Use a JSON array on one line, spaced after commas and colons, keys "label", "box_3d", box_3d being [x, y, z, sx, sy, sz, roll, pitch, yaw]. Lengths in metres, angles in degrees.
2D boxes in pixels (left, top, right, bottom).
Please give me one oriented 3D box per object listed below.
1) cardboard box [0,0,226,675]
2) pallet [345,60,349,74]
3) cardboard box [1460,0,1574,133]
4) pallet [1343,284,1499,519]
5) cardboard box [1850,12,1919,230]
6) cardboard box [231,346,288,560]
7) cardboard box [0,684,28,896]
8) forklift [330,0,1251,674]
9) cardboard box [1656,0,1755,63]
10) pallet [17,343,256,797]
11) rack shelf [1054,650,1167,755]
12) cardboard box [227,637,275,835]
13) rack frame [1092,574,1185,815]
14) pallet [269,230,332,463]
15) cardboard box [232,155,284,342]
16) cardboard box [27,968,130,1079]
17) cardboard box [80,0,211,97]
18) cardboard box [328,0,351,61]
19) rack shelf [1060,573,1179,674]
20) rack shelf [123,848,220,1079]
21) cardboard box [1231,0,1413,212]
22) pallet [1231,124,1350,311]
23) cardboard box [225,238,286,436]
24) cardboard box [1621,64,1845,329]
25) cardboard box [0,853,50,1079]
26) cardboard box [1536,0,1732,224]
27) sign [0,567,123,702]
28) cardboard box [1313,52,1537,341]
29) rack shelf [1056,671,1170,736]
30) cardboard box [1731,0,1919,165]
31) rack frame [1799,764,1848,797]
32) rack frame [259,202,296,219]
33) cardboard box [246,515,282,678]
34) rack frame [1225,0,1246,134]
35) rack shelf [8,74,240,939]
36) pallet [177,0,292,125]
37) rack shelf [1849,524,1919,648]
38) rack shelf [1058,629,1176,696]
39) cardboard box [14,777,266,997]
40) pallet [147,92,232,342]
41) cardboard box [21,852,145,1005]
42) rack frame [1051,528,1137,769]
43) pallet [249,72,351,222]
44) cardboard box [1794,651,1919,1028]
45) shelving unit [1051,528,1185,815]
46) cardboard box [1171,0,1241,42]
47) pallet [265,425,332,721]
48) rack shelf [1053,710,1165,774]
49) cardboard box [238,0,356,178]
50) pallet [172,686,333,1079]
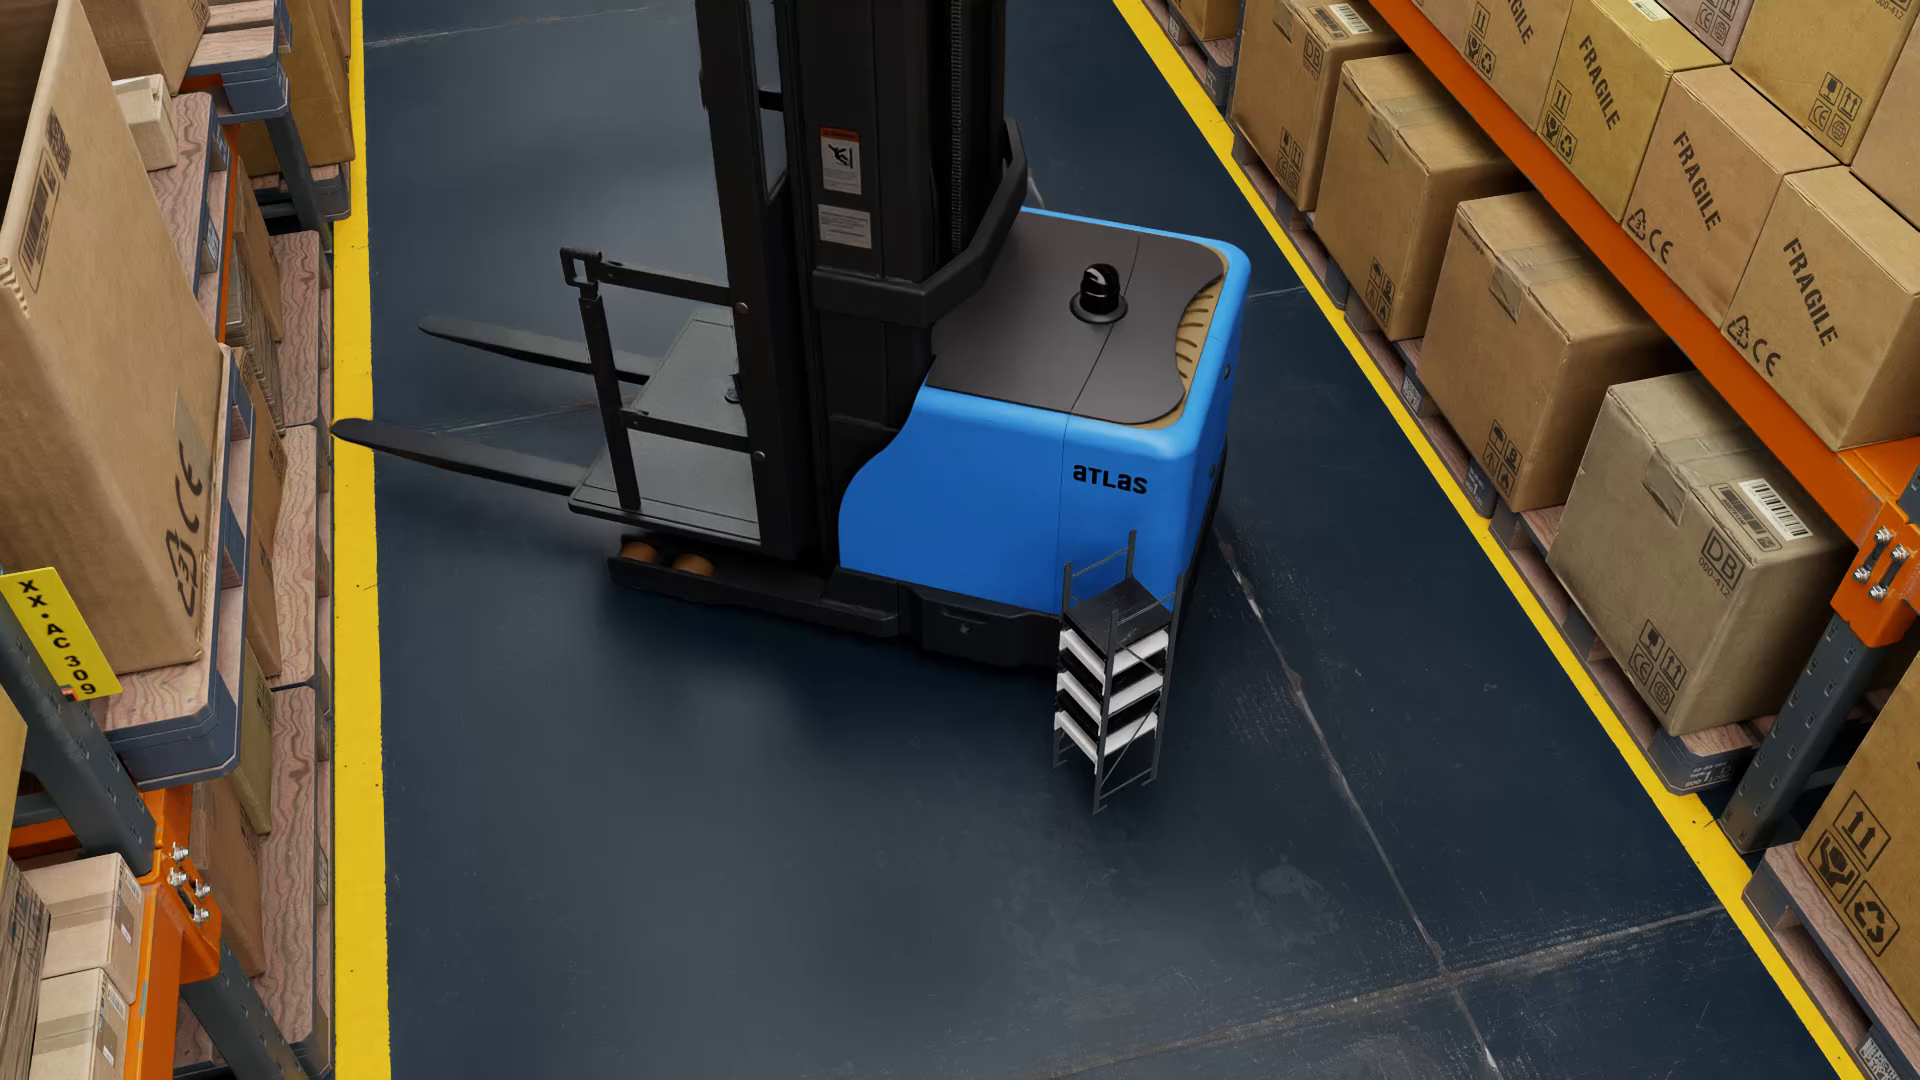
[{"label": "cardboard box", "box_3d": [-2.150, -0.355, 3.284, 1.000, 1.000, 1.000, -10, 46, -10]}, {"label": "pallet", "box_3d": [-3.544, -2.608, 8.158, 1.003, 0.211, 1.213, -11, 47, -10]}, {"label": "cardboard box", "box_3d": [1.956, -1.655, 5.202, 0.500, 0.500, 0.500, -11, 47, -11]}, {"label": "pallet", "box_3d": [2.152, -0.648, 6.237, 1.003, 0.211, 1.213, -11, 47, -10]}, {"label": "cardboard box", "box_3d": [2.606, -0.988, 3.848, 0.700, 0.500, 0.500, -11, 47, -11]}, {"label": "cardboard box", "box_3d": [-2.609, -0.235, 5.322, 0.700, 0.500, 0.500, -7, 46, -7]}, {"label": "cardboard box", "box_3d": [-1.701, 0.347, 2.331, 0.500, 0.500, 0.500, -11, 47, -10]}, {"label": "forklift", "box_3d": [-3.838, -1.533, 5.200, 9.407, 2.935, 1.990, 12, 47, 12]}, {"label": "cardboard box", "box_3d": [2.343, -1.691, 4.537, 0.700, 0.500, 0.500, -10, 46, -10]}, {"label": "pallet", "box_3d": [-2.137, 0.089, 3.697, 1.003, 0.211, 1.213, -11, 47, -10]}, {"label": "rack shelf", "box_3d": [0.437, 0.419, 4.760, 0.258, 0.252, 0.200, -26, 51, -23]}, {"label": "cardboard box", "box_3d": [-2.322, 0.537, 4.566, 0.700, 0.500, 0.500, -11, 47, -11]}, {"label": "rack frame", "box_3d": [0.494, 0.454, 4.675, 0.240, 0.900, 0.006, -26, 51, -23]}, {"label": "pallet", "box_3d": [-10.761, -1.232, 6.809, 15.783, 0.211, 6.755, -11, 47, -10]}, {"label": "cardboard box", "box_3d": [-2.915, -1.006, 6.077, 0.700, 0.500, 0.500, -13, 47, -12]}, {"label": "cardboard box", "box_3d": [-1.688, 0.933, 2.911, 0.380, 0.149, 0.250, -11, 47, -10]}, {"label": "cardboard box", "box_3d": [-2.689, -1.635, 4.888, 0.700, 0.500, 0.500, -4, 46, -4]}, {"label": "cardboard box", "box_3d": [-3.483, -2.686, 7.476, 1.225, 0.875, 0.875, -11, 47, -10]}, {"label": "rack shelf", "box_3d": [6.759, -0.129, 3.187, 9.927, 2.545, 8.471, -26, 51, -23]}, {"label": "rack shelf", "box_3d": [-1.570, 2.209, 1.989, 1.077, 0.370, 4.000, -11, 47, -10]}, {"label": "cardboard box", "box_3d": [0.328, 0.007, 4.582, 5.455, 1.239, 5.693, -11, 47, -11]}, {"label": "pallet", "box_3d": [1.844, -1.488, 7.061, 1.003, 0.211, 1.213, -11, 47, -10]}, {"label": "cardboard box", "box_3d": [-2.761, -0.625, 5.704, 0.700, 0.500, 0.500, -14, 47, -14]}, {"label": "cardboard box", "box_3d": [2.217, -0.956, 4.517, 0.500, 0.500, 0.500, -11, 47, -11]}, {"label": "cardboard box", "box_3d": [-2.026, 0.759, 2.628, 0.875, 0.500, 0.500, -11, 47, -10]}, {"label": "cardboard box", "box_3d": [2.088, -1.305, 4.859, 0.500, 0.500, 0.500, -10, 46, -10]}, {"label": "sign", "box_3d": [-1.559, 0.169, 2.878, 0.100, 0.325, 0.005, -11, 47, -10]}, {"label": "cardboard box", "box_3d": [2.011, -1.342, 6.246, 1.050, 0.750, 0.750, -10, 46, -10]}, {"label": "rack shelf", "box_3d": [0.437, 0.417, 4.758, 0.258, 0.077, 0.200, -26, 51, -23]}, {"label": "cardboard box", "box_3d": [2.472, -1.342, 4.195, 0.700, 0.500, 0.500, -11, 47, -11]}, {"label": "rack frame", "box_3d": [2.735, -0.260, 3.905, 0.949, 2.616, 0.053, -11, 47, -10]}, {"label": "rack frame", "box_3d": [-3.103, -2.186, 5.792, 0.949, 2.616, 0.053, -11, 47, -10]}, {"label": "cardboard box", "box_3d": [-2.466, 0.150, 4.945, 0.700, 0.500, 0.500, -14, 47, -14]}, {"label": "rack frame", "box_3d": [1.715, -3.023, 6.612, 1.000, 3.000, 0.127, -11, 47, -10]}, {"label": "rack shelf", "box_3d": [-2.594, -0.553, 4.695, 1.077, 0.370, 4.000, -11, 47, -10]}, {"label": "pallet", "box_3d": [-2.821, -1.646, 5.397, 1.213, 0.211, 1.003, -11, 47, -10]}, {"label": "rack shelf", "box_3d": [3.251, 1.372, 2.809, 1.077, 0.370, 4.000, -11, 47, -10]}, {"label": "rack shelf", "box_3d": [0.437, 0.291, 4.629, 0.258, 0.077, 0.200, -26, 51, -23]}, {"label": "cardboard box", "box_3d": [-2.218, 0.869, 4.240, 0.700, 0.500, 0.500, -14, 47, -13]}, {"label": "pallet", "box_3d": [-2.560, -0.759, 4.528, 1.003, 0.211, 1.213, -11, 47, -10]}, {"label": "cardboard box", "box_3d": [-1.743, 0.759, 3.082, 0.380, 0.149, 0.250, -11, 47, -10]}, {"label": "rack frame", "box_3d": [0.379, 0.333, 4.793, 0.240, 0.900, 0.006, -26, 51, -23]}, {"label": "pallet", "box_3d": [-3.235, -1.768, 7.334, 1.003, 0.211, 1.213, -11, 47, -10]}, {"label": "cardboard box", "box_3d": [2.832, 0.783, 4.076, 0.875, 0.875, 0.875, -10, 46, -10]}, {"label": "shelving unit", "box_3d": [6.757, 0.096, 3.420, 9.927, 3.194, 8.476, -26, 51, -23]}, {"label": "cardboard box", "box_3d": [1.293, -2.701, 7.753, 0.500, 0.500, 0.500, -11, 47, -11]}, {"label": "pallet", "box_3d": [-2.599, 0.171, 5.435, 1.003, 0.211, 1.213, -11, 47, -10]}, {"label": "rack shelf", "box_3d": [0.437, 0.543, 4.887, 0.258, 0.077, 0.200, -26, 51, -23]}, {"label": "cardboard box", "box_3d": [-3.262, -2.069, 6.871, 1.225, 0.875, 0.875, -13, 47, -12]}, {"label": "pallet", "box_3d": [-2.283, 1.015, 4.608, 1.003, 0.211, 1.213, -11, 47, -10]}]
